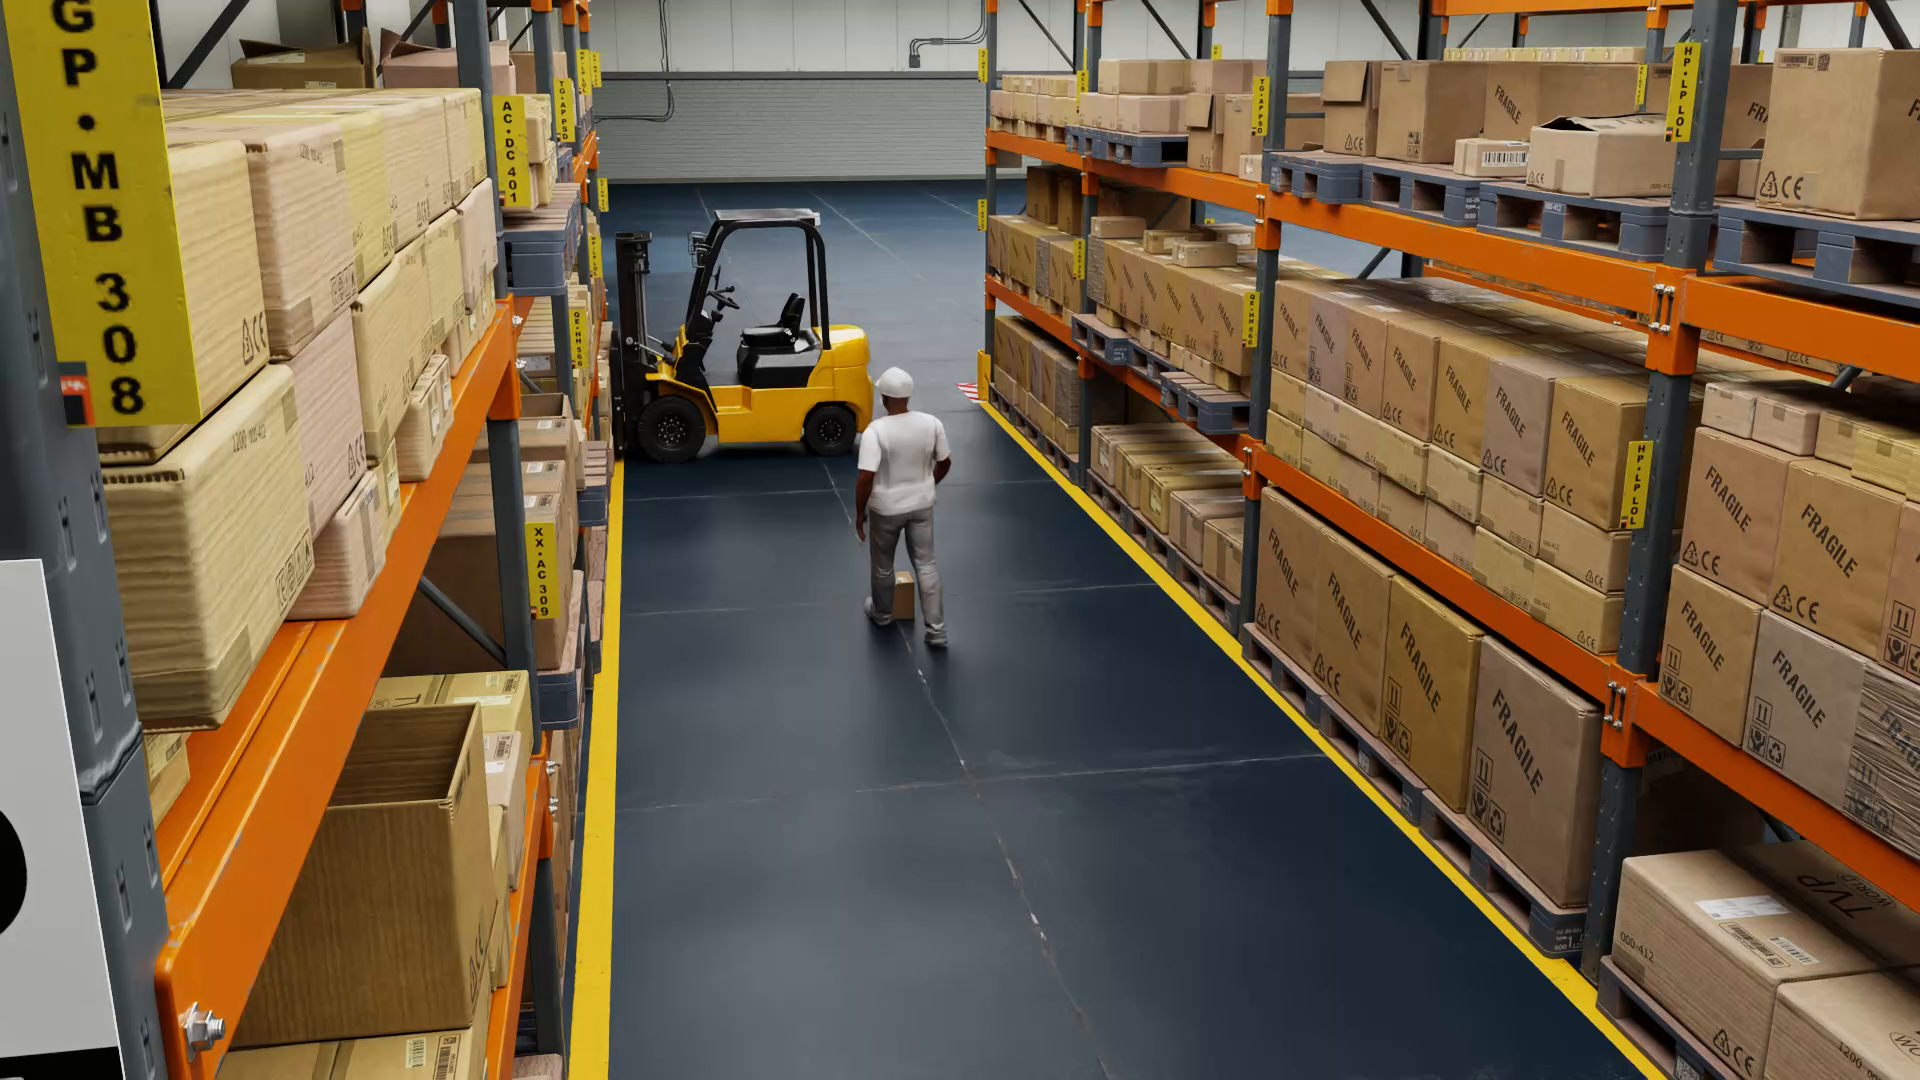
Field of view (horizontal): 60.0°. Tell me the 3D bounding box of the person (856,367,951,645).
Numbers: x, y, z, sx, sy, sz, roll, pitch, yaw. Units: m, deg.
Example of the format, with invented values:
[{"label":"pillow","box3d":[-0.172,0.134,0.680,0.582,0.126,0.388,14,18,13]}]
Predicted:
[{"label":"person","box3d":[-0.390,-0.239,10.342,0.635,1.741,0.911,-5,17,-16]}]
